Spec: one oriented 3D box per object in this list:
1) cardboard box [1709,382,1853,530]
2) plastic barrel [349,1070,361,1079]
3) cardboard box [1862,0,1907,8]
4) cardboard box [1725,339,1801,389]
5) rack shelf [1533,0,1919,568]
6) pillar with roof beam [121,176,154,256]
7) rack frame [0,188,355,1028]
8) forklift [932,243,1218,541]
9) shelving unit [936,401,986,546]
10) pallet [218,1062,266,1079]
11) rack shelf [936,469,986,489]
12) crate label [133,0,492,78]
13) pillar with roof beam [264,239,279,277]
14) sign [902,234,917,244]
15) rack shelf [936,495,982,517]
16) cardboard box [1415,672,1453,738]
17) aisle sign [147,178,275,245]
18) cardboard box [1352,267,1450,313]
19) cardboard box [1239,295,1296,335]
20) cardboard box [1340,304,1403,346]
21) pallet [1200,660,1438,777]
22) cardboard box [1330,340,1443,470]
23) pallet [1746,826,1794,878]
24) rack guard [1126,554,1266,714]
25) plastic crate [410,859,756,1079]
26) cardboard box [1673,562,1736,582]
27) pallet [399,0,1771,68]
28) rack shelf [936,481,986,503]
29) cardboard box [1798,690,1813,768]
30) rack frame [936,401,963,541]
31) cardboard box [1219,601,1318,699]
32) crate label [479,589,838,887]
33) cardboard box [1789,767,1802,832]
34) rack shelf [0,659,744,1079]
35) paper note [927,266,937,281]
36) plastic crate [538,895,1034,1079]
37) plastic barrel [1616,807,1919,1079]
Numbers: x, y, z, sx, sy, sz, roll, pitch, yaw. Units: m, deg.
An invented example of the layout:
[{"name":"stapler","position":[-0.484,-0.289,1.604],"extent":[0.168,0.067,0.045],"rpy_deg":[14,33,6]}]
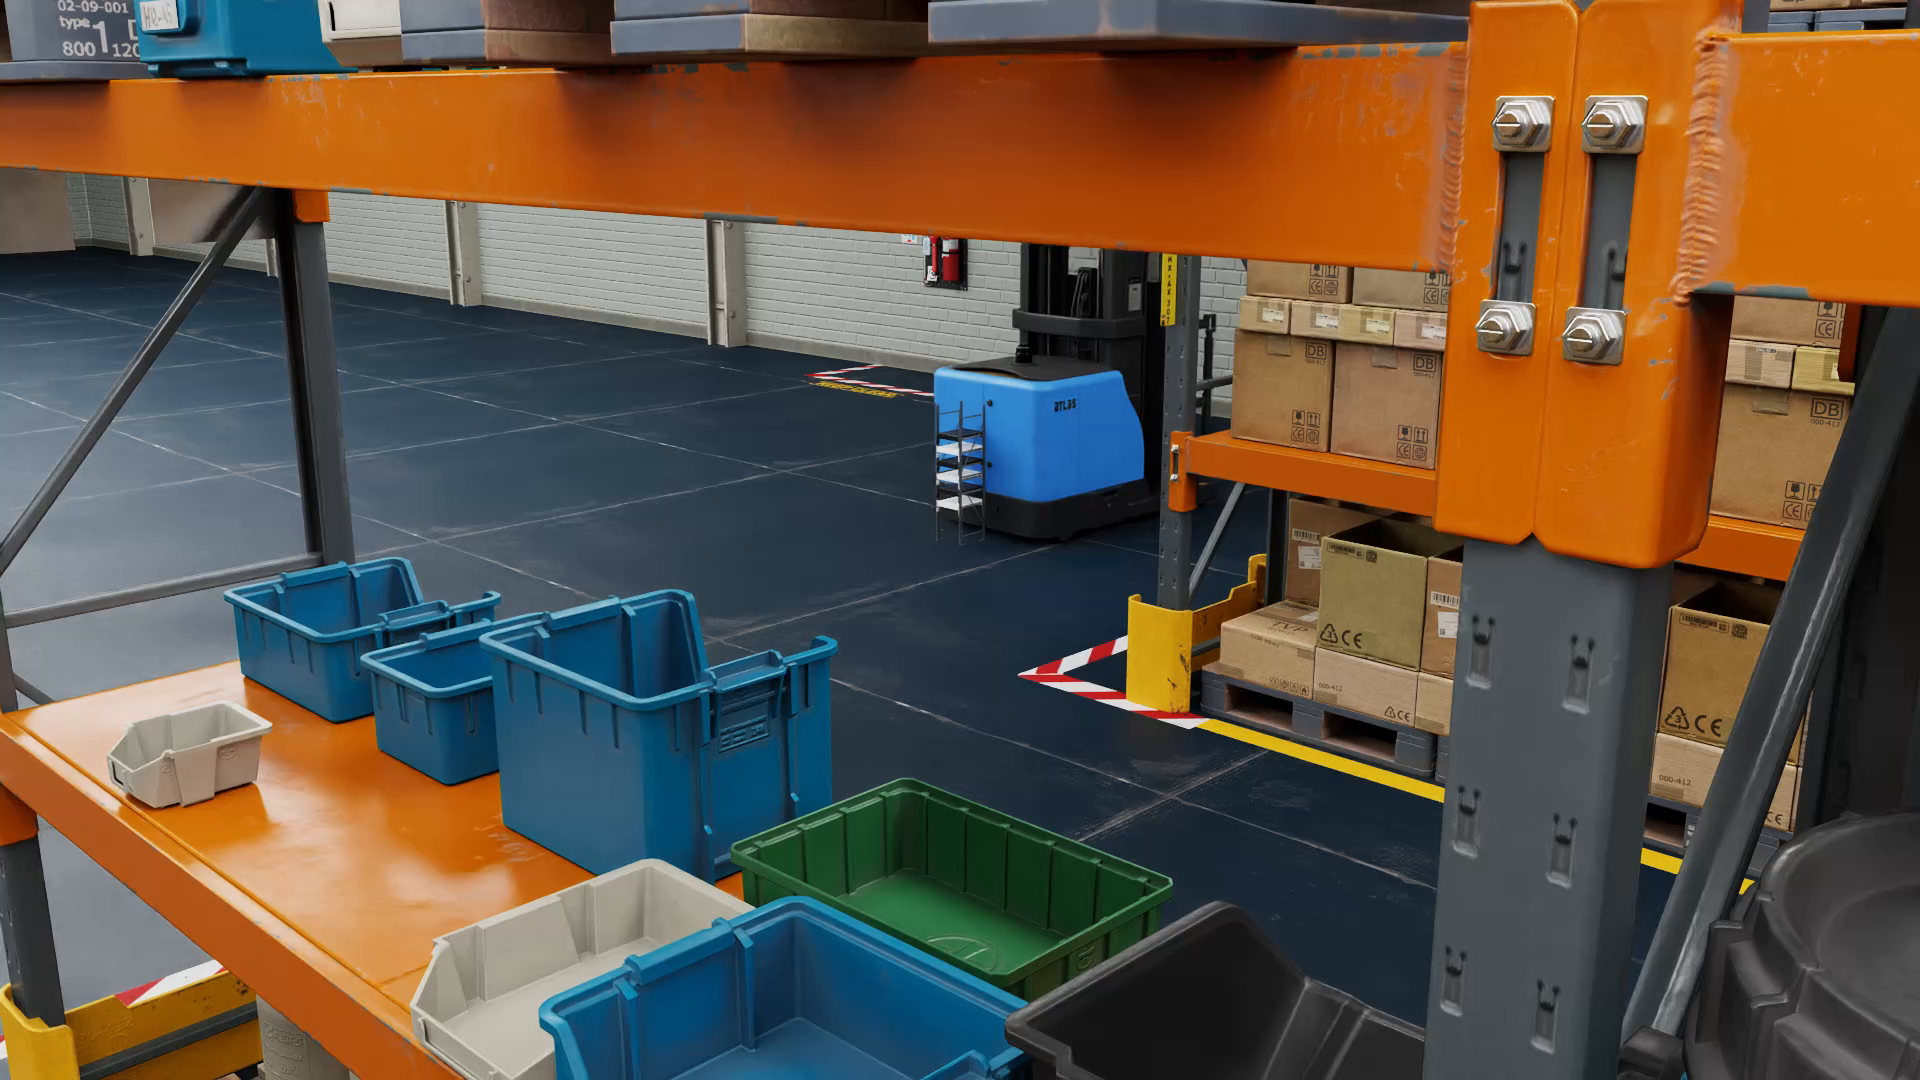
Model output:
[{"name":"cardboard box","position":[3.132,-0.365,6.187],"extent":[0.500,0.500,0.700],"rpy_deg":[14,20,43]},{"name":"plastic barrel","position":[-1.234,1.327,3.990],"extent":[0.421,0.512,0.421],"rpy_deg":[0,15,0]},{"name":"cardboard box","position":[3.141,-1.823,5.419],"extent":[0.250,0.149,0.380],"rpy_deg":[14,20,42]},{"name":"cardboard box","position":[2.941,-0.654,6.009],"extent":[0.380,0.149,0.250],"rpy_deg":[-14,20,-43]},{"name":"rack shelf","position":[2.198,0.084,0.138],"extent":[4.000,0.370,1.077],"rpy_deg":[14,20,42]},{"name":"pillar with roof beam","position":[-18.725,-9.067,27.884],"extent":[0.400,9.000,9.100],"rpy_deg":[14,20,42]},{"name":"rack frame","position":[-2.121,0.138,4.455],"extent":[0.127,3.000,1.000],"rpy_deg":[14,20,42]},{"name":"forklift","position":[1.199,-1.709,11.679],"extent":[1.130,2.935,3.031],"rpy_deg":[14,20,42]},{"name":"shelving unit","position":[0.006,-0.434,10.813],"extent":[0.210,0.900,0.258],"rpy_deg":[14,20,42]},{"name":"pallet","position":[-1.453,1.635,4.239],"extent":[1.213,0.211,1.003],"rpy_deg":[14,20,42]},{"name":"rack shelf","position":[0.006,-0.402,10.822],"extent":[0.200,0.077,0.258],"rpy_deg":[14,20,42]},{"name":"crate label","position":[-1.003,-0.854,2.608],"extent":[0.408,0.251,0.502],"rpy_deg":[14,20,42]},{"name":"pillar with roof beam","position":[-14.406,-8.017,23.854],"extent":[0.400,9.000,9.100],"rpy_deg":[14,20,42]},{"name":"sign","position":[-0.539,-3.317,17.644],"extent":[0.234,0.329,0.001],"rpy_deg":[14,20,42]},{"name":"rack shelf","position":[0.006,-0.228,10.867],"extent":[0.200,0.077,0.258],"rpy_deg":[14,20,42]},{"name":"cardboard box","position":[2.273,0.675,7.012],"extent":[0.500,0.250,0.500],"rpy_deg":[14,20,42]},{"name":"aisle sign","position":[-1.967,-1.187,4.383],"extent":[0.004,0.787,0.394],"rpy_deg":[14,20,42]},{"name":"cardboard box","position":[2.067,-1.253,7.020],"extent":[0.500,0.500,0.700],"rpy_deg":[13,19,41]},{"name":"cardboard box","position":[1.452,-1.015,7.395],"extent":[0.250,0.149,0.380],"rpy_deg":[13,20,42]},{"name":"cardboard box","position":[1.823,-0.926,7.051],"extent":[0.250,0.149,0.380],"rpy_deg":[14,20,42]},{"name":"pallet","position":[1.899,0.715,7.770],"extent":[1.213,0.211,1.003],"rpy_deg":[14,20,42]},{"name":"cardboard box","position":[2.028,-0.634,7.219],"extent":[0.700,0.500,0.500],"rpy_deg":[-14,20,-43]},{"name":"pallet","position":[3.656,1.142,6.131],"extent":[1.213,0.211,1.003],"rpy_deg":[14,20,42]},{"name":"rack guard","position":[1.302,0.445,8.235],"extent":[0.348,0.500,1.175],"rpy_deg":[14,20,42]},{"name":"plastic crate","position":[-0.587,0.727,2.716],"extent":[0.437,0.136,0.530],"rpy_deg":[14,20,42]},{"name":"cardboard box","position":[3.001,0.304,6.951],"extent":[0.500,0.500,0.500],"rpy_deg":[14,20,42]},{"name":"pallet","position":[0.171,-0.631,1.831],"extent":[1.003,0.211,1.213],"rpy_deg":[14,20,42]},{"name":"rack shelf","position":[0.006,-0.315,10.844],"extent":[0.200,0.077,0.258],"rpy_deg":[14,20,42]},{"name":"cardboard box","position":[3.362,0.573,5.919],"extent":[0.500,0.500,0.500],"rpy_deg":[14,20,42]},{"name":"rack frame","position":[-0.067,-0.452,10.881],"extent":[0.006,0.900,0.240],"rpy_deg":[14,20,42]},{"name":"cardboard box","position":[1.551,0.501,7.682],"extent":[0.500,0.250,0.500],"rpy_deg":[14,20,42]},{"name":"crate label","position":[-0.609,0.393,3.403],"extent":[0.616,0.435,0.502],"rpy_deg":[14,20,42]},{"name":"cardboard box","position":[3.360,0.936,6.012],"extent":[0.500,0.250,0.500],"rpy_deg":[14,20,42]},{"name":"rack shelf","position":[-0.682,0.836,3.203],"extent":[4.000,0.370,1.077],"rpy_deg":[14,20,42]},{"name":"paper note","position":[-0.292,-2.802,17.484],"extent":[0.142,0.148,0.016],"rpy_deg":[14,20,42]},{"name":"plastic crate","position":[-0.227,0.765,2.341],"extent":[0.616,0.251,0.499],"rpy_deg":[14,20,42]},{"name":"plastic barrel","position":[0.826,0.718,1.235],"extent":[0.708,0.901,0.600],"rpy_deg":[14,20,42]}]
